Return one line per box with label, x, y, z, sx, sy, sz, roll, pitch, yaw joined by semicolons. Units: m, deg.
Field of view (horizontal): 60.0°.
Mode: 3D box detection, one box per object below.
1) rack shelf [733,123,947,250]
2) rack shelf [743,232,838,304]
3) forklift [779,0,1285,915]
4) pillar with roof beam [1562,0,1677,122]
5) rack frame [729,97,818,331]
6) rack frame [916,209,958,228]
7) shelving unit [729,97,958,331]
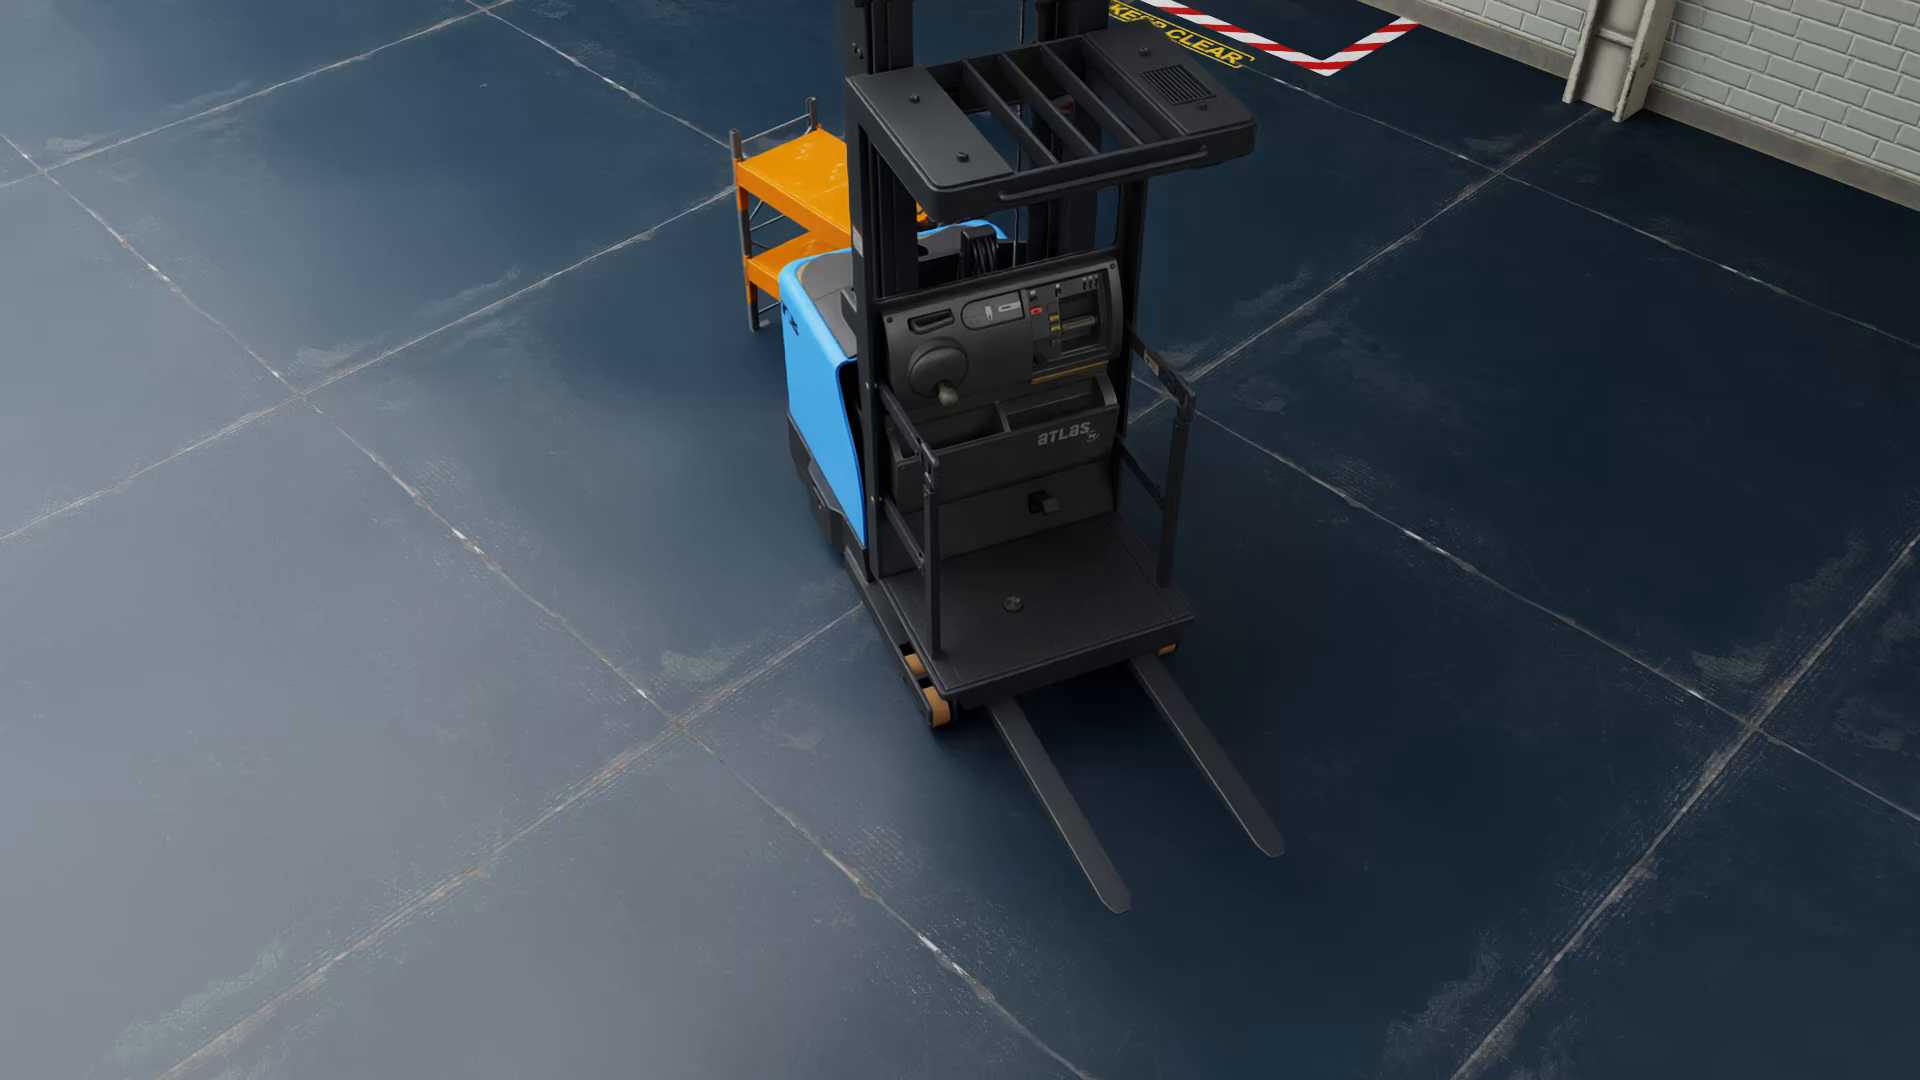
rack shelf;-0.545;-1.564;7.800;0.538;0.278;1.000;-31;51;-29
rack shelf;-0.545;-1.169;8.164;0.538;0.278;1.000;-31;51;-29
forklift;0.251;-0.672;5.935;1.130;2.935;3.031;-16;45;-17
pillar with roof beam;0.935;-3.948;5.009;9.100;9.000;0.400;-34;53;-31
rack frame;-0.886;-1.605;8.275;0.500;1.125;0.032;-31;51;-29
rack frame;-0.205;-1.093;7.721;0.500;1.125;0.032;-31;51;-29
shelving unit;-0.545;-1.349;7.998;0.538;1.125;1.048;-31;51;-29
